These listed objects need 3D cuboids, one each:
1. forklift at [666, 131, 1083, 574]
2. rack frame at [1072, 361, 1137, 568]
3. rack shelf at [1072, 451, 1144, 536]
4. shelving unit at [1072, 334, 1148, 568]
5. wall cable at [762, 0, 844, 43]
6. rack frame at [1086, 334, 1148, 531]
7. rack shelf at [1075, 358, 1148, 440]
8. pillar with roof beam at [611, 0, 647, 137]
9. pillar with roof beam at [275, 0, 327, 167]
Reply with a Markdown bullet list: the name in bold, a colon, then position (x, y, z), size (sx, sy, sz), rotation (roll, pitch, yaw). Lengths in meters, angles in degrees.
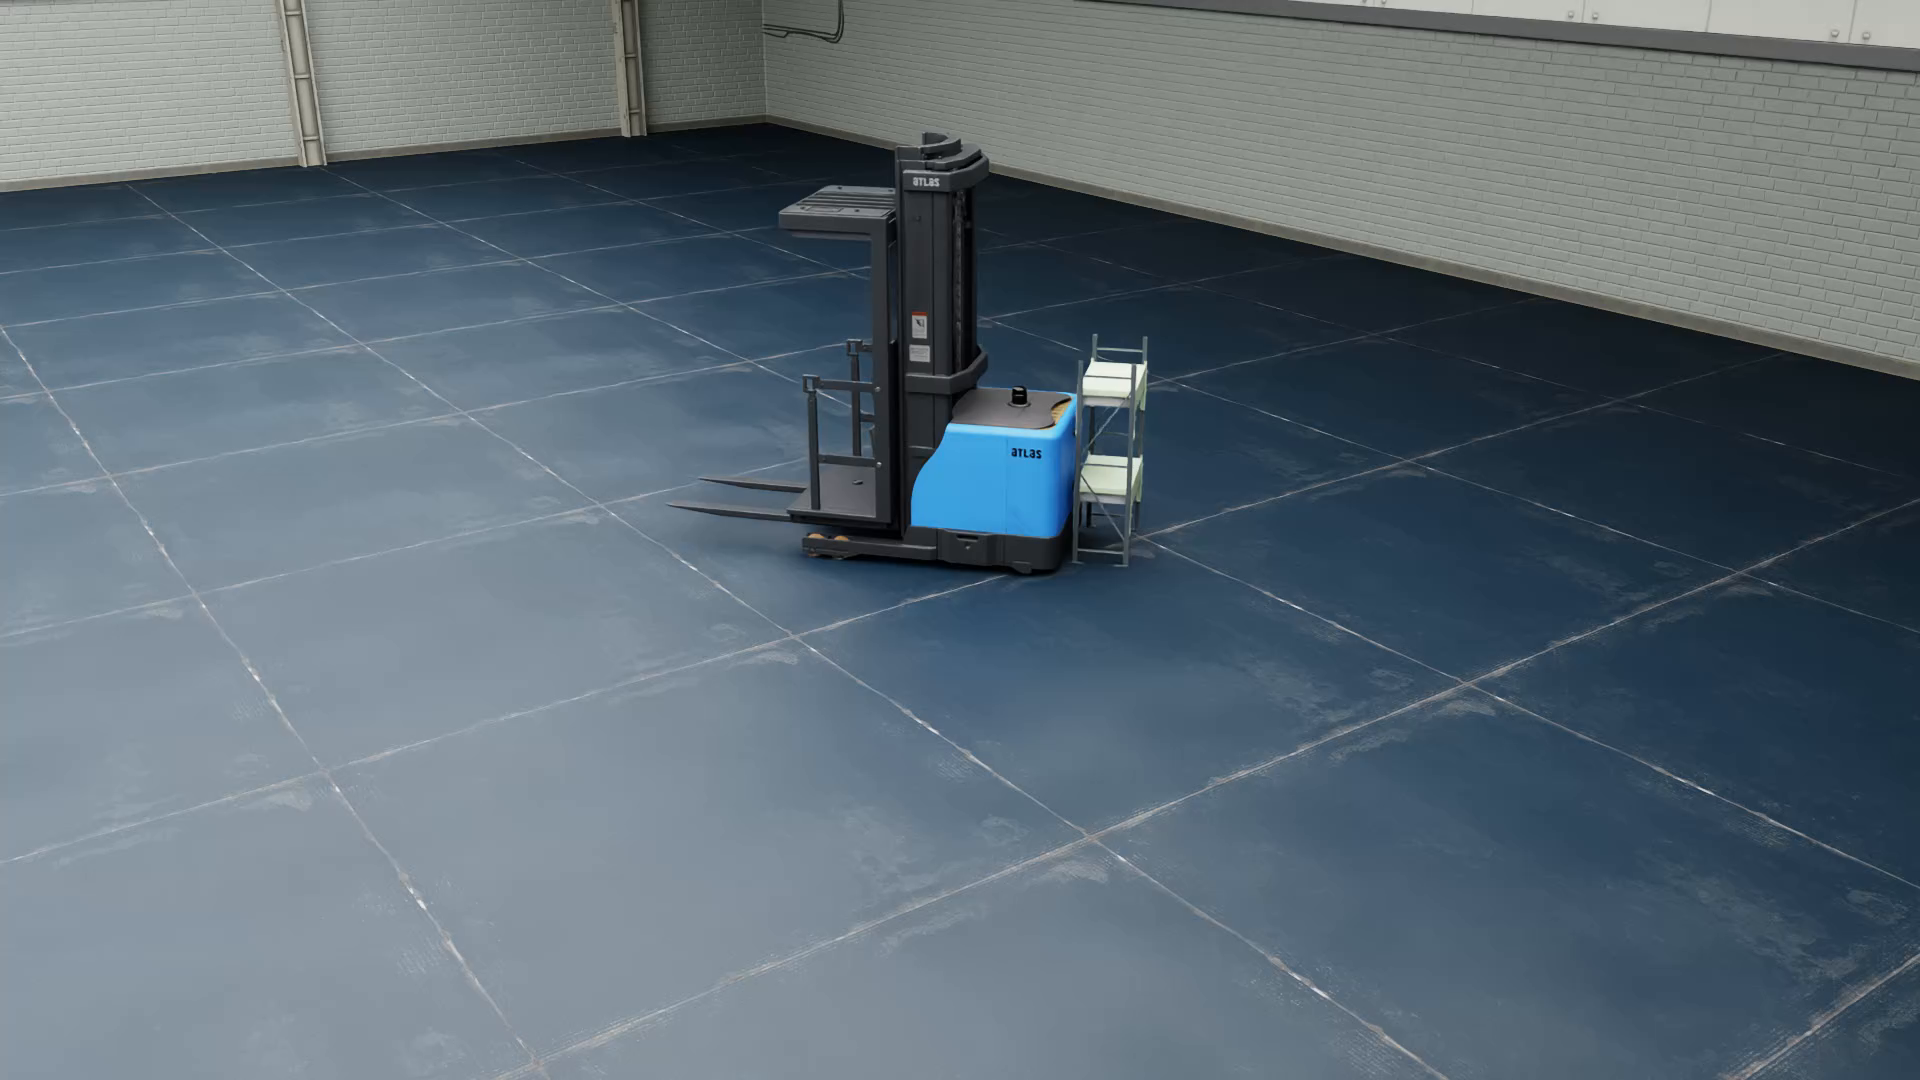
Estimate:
- **forklift**: position (-0.659, -1.402, 11.956), size (3.031, 2.935, 1.130), rotation (5, 22, 13)
- **rack frame**: position (1.009, -0.518, 11.670), size (0.400, 1.500, 0.023), rotation (5, 22, 11)
- **rack shelf**: position (1.083, -0.348, 12.123), size (0.431, 0.370, 0.720), rotation (5, 22, 11)
- **shelving unit**: position (1.084, -0.651, 12.002), size (0.431, 1.500, 0.755), rotation (5, 22, 11)
- **wall cable**: position (-3.065, -10.712, 31.288), size (0.112, 2.526, 3.097), rotation (-15, 26, -33)
- **rack frame**: position (1.160, -0.784, 12.335), size (0.400, 1.500, 0.023), rotation (5, 22, 11)
- **rack shelf**: position (1.086, -1.013, 11.857), size (0.431, 0.370, 0.720), rotation (5, 22, 11)
- **pillar with roof beam**: position (-3.714, -10.619, 26.866), size (0.400, 9.000, 9.100), rotation (-15, 26, -33)
- **pillar with roof beam**: position (-8.585, -9.320, 23.611), size (0.400, 9.000, 9.100), rotation (-15, 26, -33)
